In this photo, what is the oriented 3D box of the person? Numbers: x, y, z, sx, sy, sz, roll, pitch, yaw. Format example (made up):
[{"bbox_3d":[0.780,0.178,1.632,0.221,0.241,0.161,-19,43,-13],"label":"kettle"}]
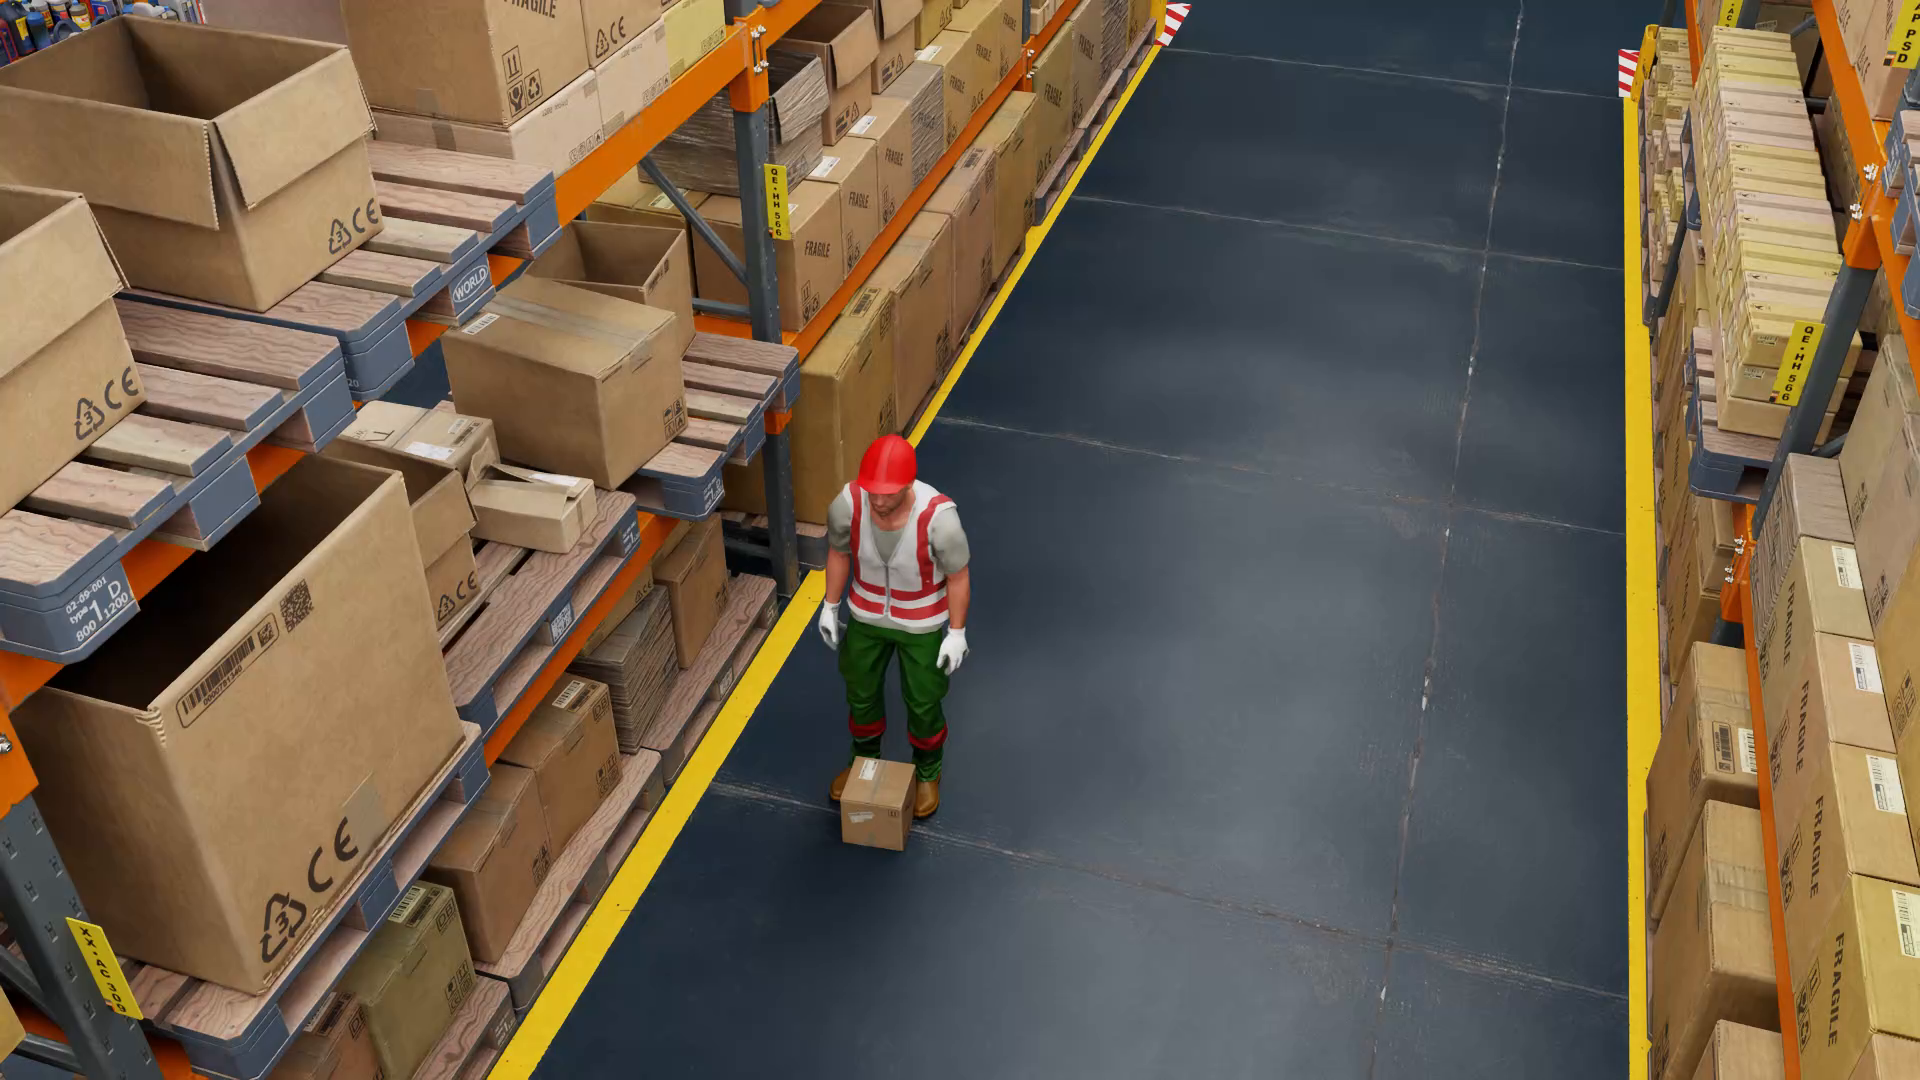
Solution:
[{"bbox_3d":[-0.255,0.324,6.445,0.608,1.780,0.448,11,38,14],"label":"person"}]
